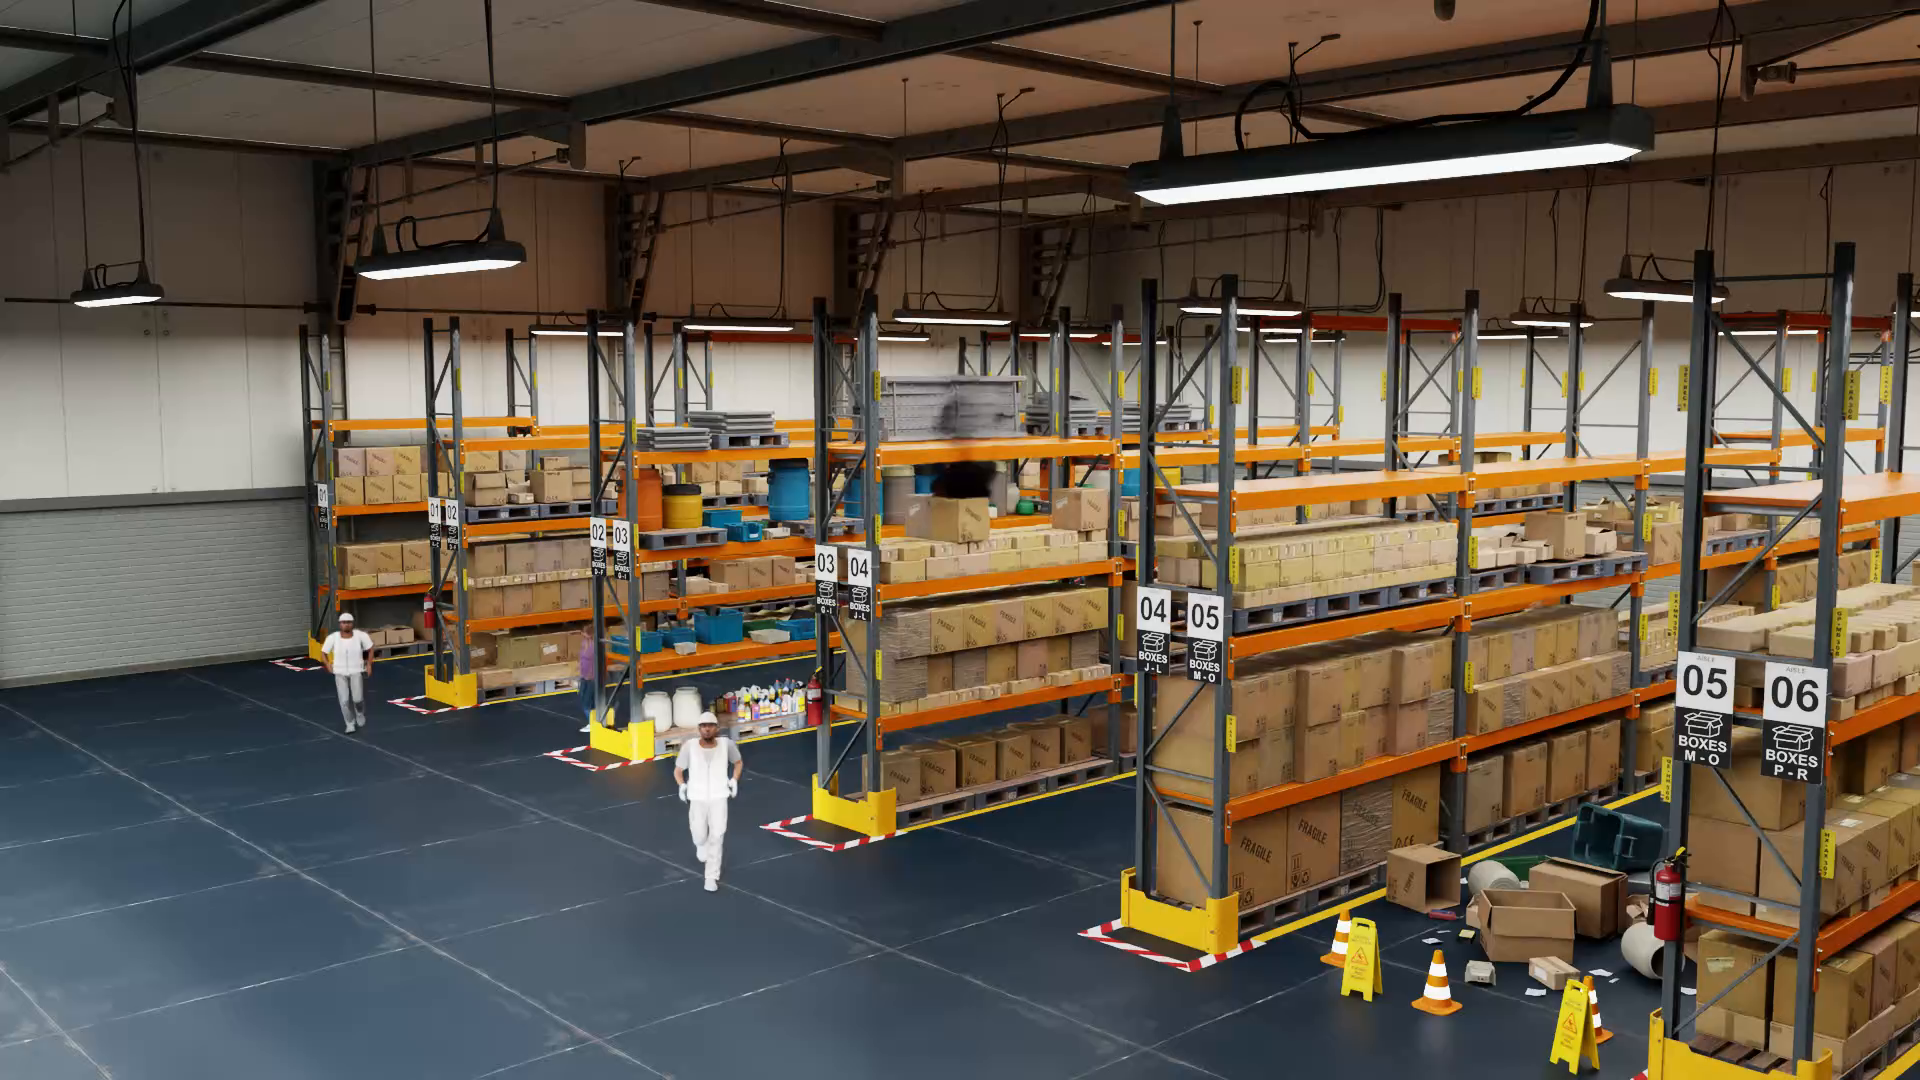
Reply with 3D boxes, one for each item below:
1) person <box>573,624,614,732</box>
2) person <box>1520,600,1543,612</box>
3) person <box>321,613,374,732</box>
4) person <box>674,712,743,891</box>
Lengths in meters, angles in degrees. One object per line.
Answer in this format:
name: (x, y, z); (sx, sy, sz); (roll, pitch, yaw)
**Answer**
person: (-5.277, 1.981, 23.938); (0.532, 1.532, 0.559); (5, 8, 40)
person: (8.834, 1.695, 25.693); (0.690, 1.740, 0.672); (4, 7, 36)
person: (-8.770, 1.899, 23.809); (0.717, 1.725, 0.578); (-2, 6, -16)
person: (-2.537, 2.600, 16.835); (0.692, 1.752, 0.803); (-1, 6, -9)
